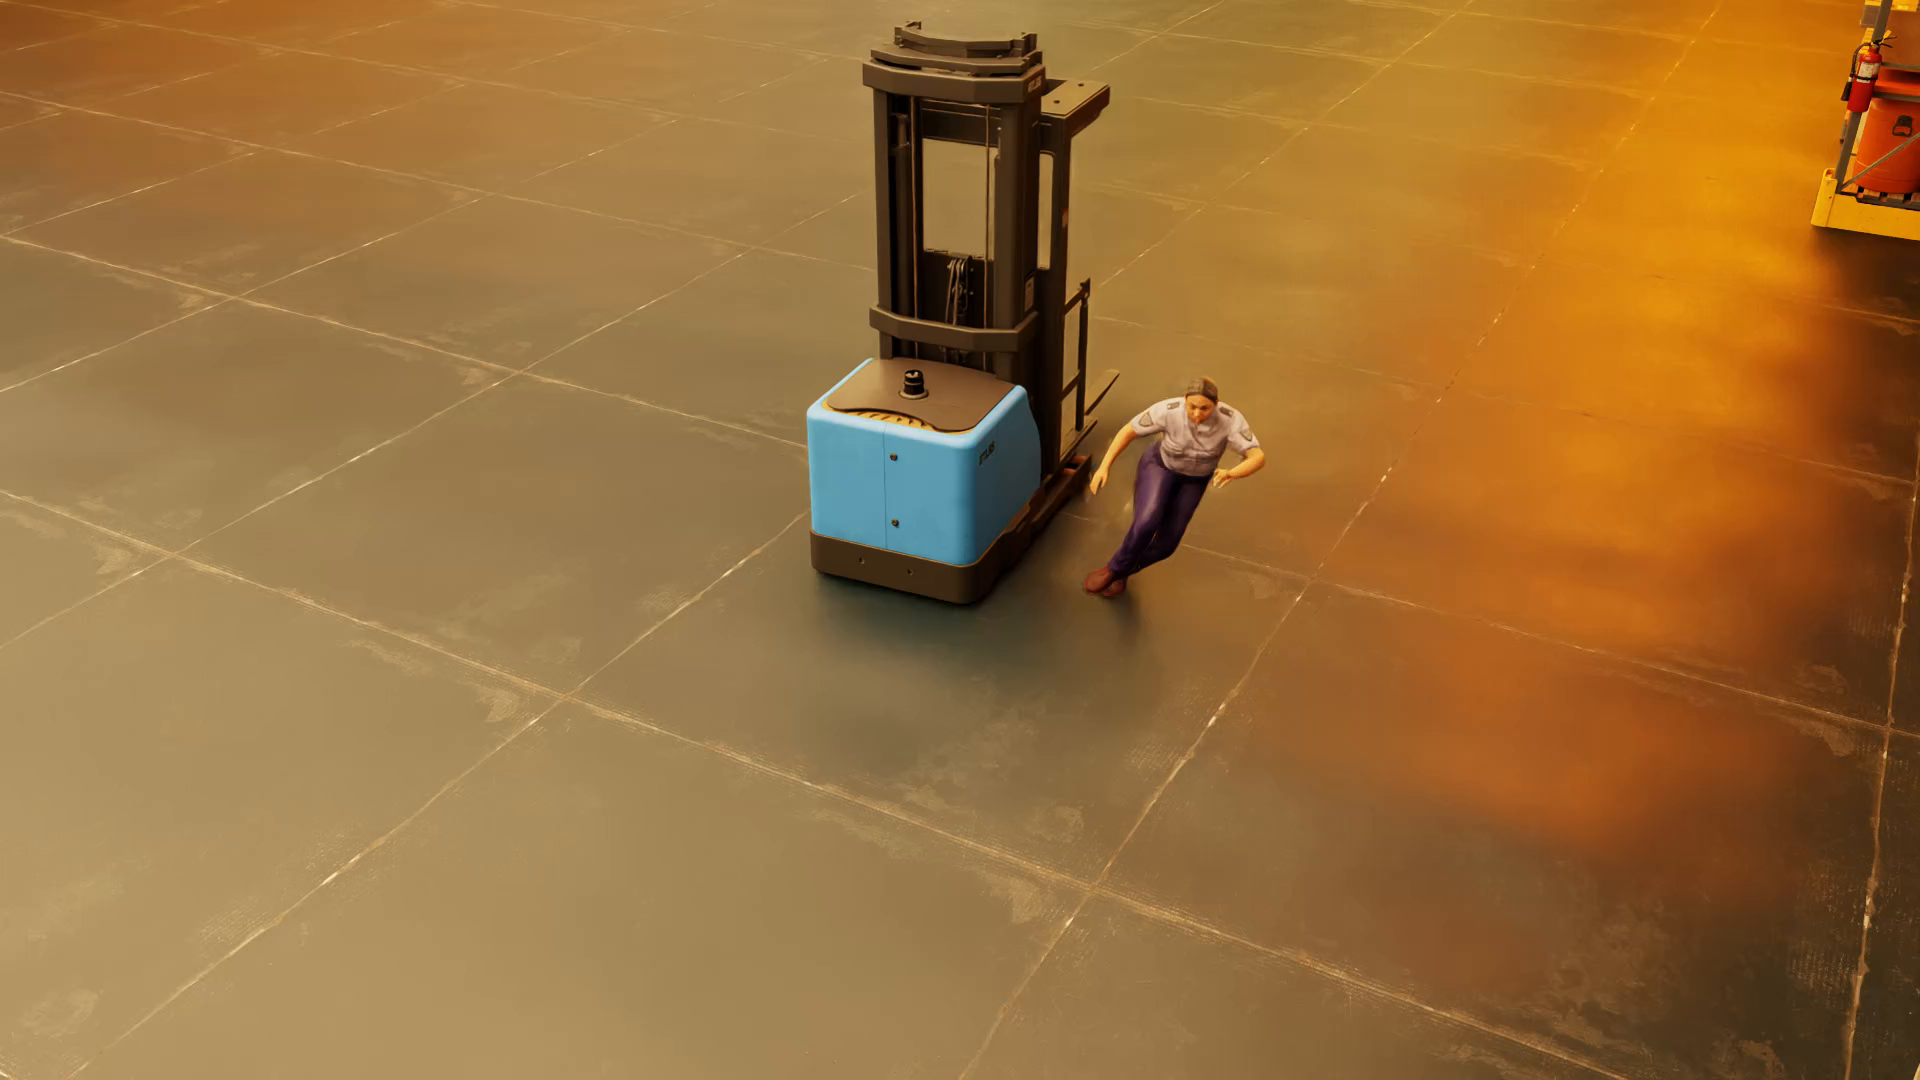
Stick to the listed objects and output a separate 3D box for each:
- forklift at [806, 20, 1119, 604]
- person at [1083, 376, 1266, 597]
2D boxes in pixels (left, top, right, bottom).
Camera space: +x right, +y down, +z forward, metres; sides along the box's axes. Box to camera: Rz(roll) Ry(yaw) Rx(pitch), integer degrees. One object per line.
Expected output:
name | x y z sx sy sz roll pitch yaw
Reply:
forklift | 0.195 -1.634 9.902 1.130 2.935 3.031 12 32 20
person | 1.148 -0.249 9.051 0.915 1.430 0.859 -2 30 -3
